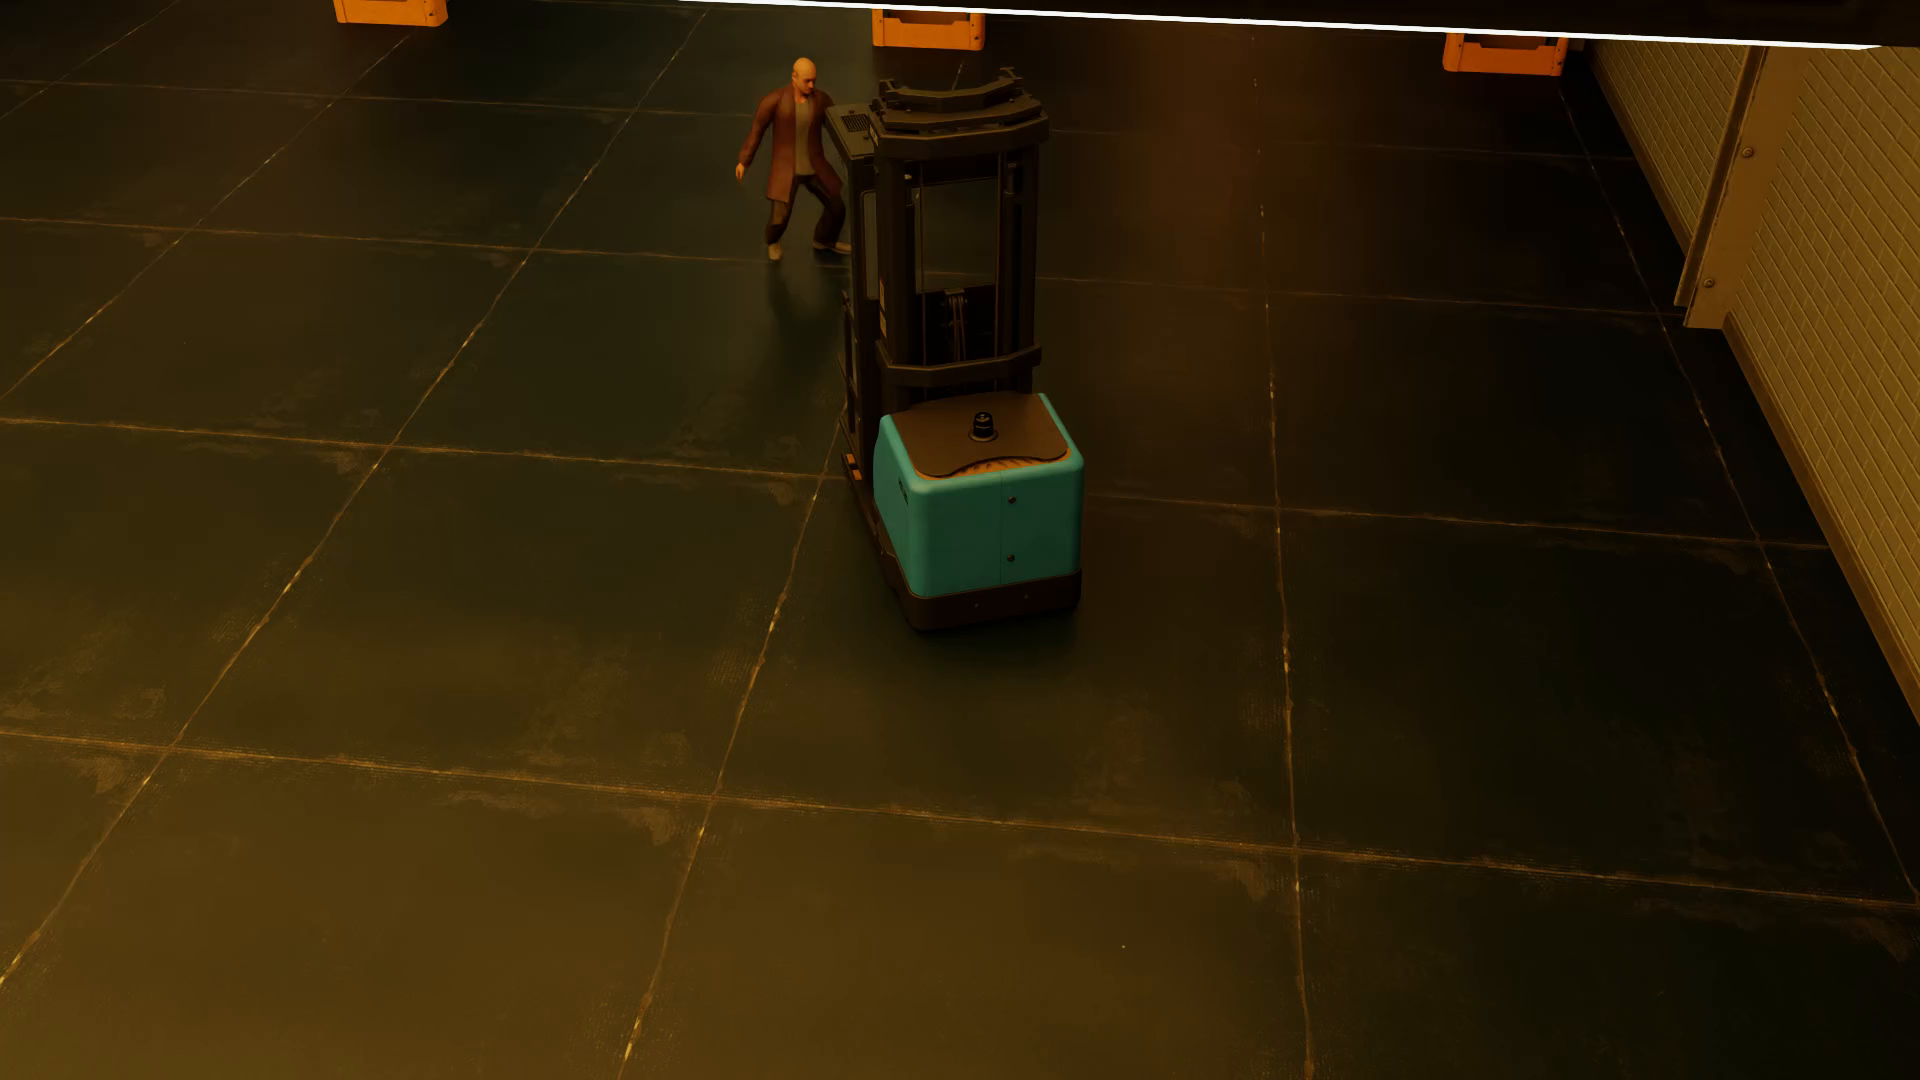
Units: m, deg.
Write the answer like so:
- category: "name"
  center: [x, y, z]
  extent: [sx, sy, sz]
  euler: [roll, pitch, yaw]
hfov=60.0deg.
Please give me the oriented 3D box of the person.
- category: "person"
  center: [-1.289, -2.961, 13.108]
  extent: [0.942, 1.684, 0.573]
  euler: [-11, 38, -14]

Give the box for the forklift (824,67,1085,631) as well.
- category: "forklift"
  center: [-0.159, -1.528, 10.103]
  extent: [1.130, 2.935, 3.031]
  euler: [-9, 37, -12]
